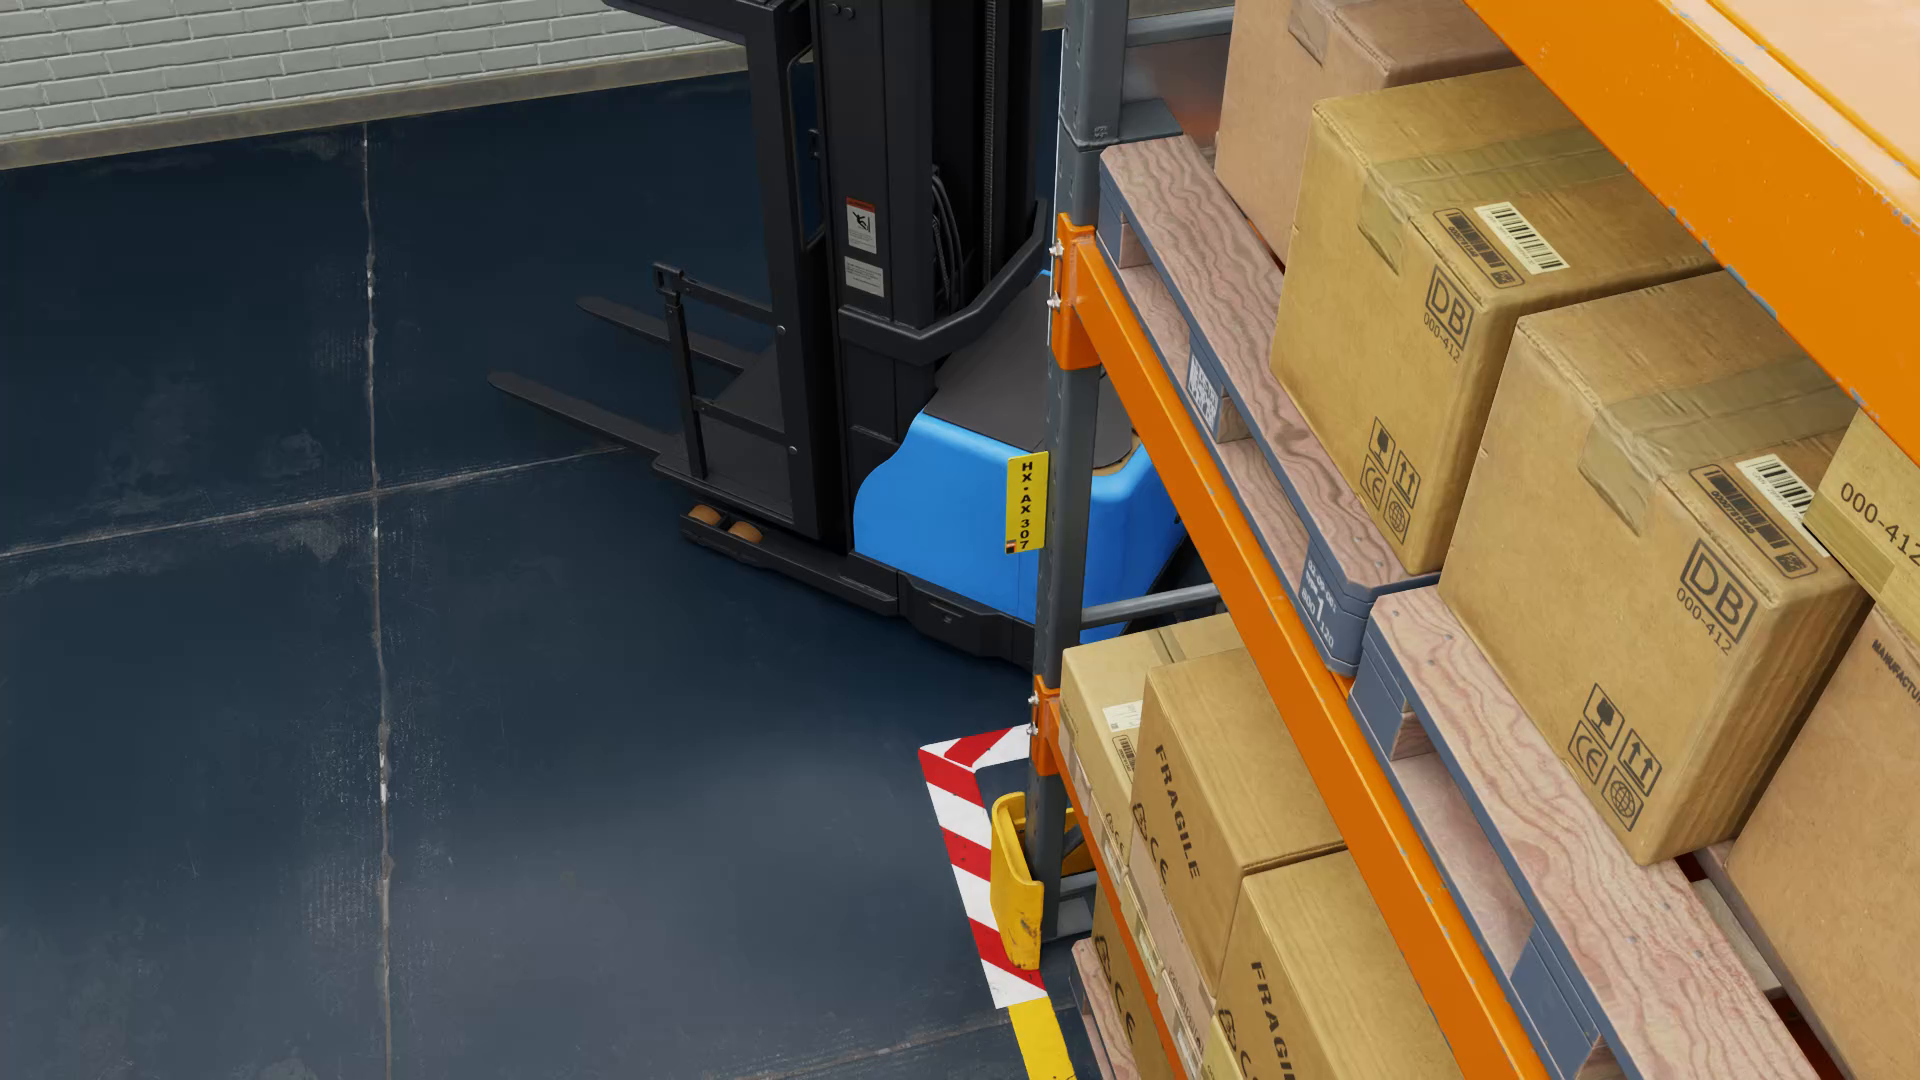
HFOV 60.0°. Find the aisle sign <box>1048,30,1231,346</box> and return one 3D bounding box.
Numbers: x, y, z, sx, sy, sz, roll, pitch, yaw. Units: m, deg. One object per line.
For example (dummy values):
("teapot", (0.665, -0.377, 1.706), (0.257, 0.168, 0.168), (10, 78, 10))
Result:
("aisle sign", (0.392, -0.759, 3.574), (0.394, 0.787, 0.004), (-11, 47, -10))

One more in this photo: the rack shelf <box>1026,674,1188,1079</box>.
("rack shelf", (1.213, 1.778, 3.411), (1.077, 0.370, 4.000), (-11, 47, -10))

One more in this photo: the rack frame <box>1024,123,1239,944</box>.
("rack frame", (0.701, 0.146, 4.507), (1.000, 3.000, 0.127), (-11, 47, -10))

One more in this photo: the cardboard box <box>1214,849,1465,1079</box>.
("cardboard box", (0.829, 0.914, 3.126), (0.500, 0.500, 0.500), (-12, 47, -11))

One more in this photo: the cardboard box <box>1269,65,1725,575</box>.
("cardboard box", (0.913, -0.362, 2.470), (0.700, 0.500, 0.500), (-12, 47, -12))

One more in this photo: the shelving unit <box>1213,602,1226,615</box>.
("shelving unit", (1.157, -0.379, 5.650), (0.431, 2.100, 0.503), (6, 46, 6))

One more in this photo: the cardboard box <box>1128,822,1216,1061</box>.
("cardboard box", (0.702, 0.832, 3.731), (0.500, 0.250, 0.500), (-11, 47, -11))

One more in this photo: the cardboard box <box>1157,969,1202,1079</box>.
("cardboard box", (0.673, 1.072, 3.775), (0.380, 0.149, 0.250), (-11, 47, -11))

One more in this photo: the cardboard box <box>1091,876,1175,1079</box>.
("cardboard box", (0.942, 1.170, 4.697), (0.875, 0.875, 0.875), (-11, 47, -10))

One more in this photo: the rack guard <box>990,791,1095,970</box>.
("rack guard", (0.695, 1.004, 5.416), (1.175, 0.500, 0.348), (-11, 47, -10))

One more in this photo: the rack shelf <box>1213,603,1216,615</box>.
("rack shelf", (1.157, 0.118, 6.161), (0.431, 0.518, 0.480), (6, 46, 6))

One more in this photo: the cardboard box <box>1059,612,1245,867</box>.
("cardboard box", (0.563, 0.475, 4.081), (0.500, 0.250, 0.500), (-12, 47, -11))

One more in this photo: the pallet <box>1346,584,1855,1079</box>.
("pallet", (1.217, 0.481, 2.140), (1.003, 0.211, 1.213), (-11, 47, -10))

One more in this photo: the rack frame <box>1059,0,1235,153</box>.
("rack frame", (0.701, -1.954, 2.364), (1.000, 3.000, 0.127), (-11, 47, -10))

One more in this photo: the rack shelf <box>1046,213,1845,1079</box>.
("rack shelf", (1.213, 0.728, 2.340), (1.077, 0.370, 4.000), (-11, 47, -10))

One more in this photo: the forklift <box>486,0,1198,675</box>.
("forklift", (-0.544, -1.242, 5.915), (3.031, 2.935, 1.130), (22, 49, 20))

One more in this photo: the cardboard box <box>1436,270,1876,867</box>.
("cardboard box", (1.092, -0.013, 2.129), (0.700, 0.500, 0.500), (-14, 47, -13))

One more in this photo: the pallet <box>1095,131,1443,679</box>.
("pallet", (0.901, -0.363, 2.967), (1.003, 0.211, 1.213), (-11, 47, -10))

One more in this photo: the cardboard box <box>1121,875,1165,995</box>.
("cardboard box", (0.606, 0.893, 3.951), (0.380, 0.149, 0.250), (-12, 47, -11))

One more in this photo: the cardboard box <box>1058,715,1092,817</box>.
("cardboard box", (0.473, 0.539, 4.297), (0.380, 0.149, 0.250), (-10, 46, -10))

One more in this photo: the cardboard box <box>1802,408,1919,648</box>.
("cardboard box", (1.208, 0.013, 1.578), (0.500, 0.250, 0.500), (-12, 47, -12))

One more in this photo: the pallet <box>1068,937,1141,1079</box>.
("pallet", (0.981, 1.659, 4.976), (1.003, 0.211, 1.213), (-11, 47, -10))

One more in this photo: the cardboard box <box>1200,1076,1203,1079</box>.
("cardboard box", (0.737, 1.248, 3.603), (0.380, 0.149, 0.250), (-12, 47, -11))

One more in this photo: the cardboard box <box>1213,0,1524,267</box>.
("cardboard box", (0.886, -0.772, 2.872), (0.700, 0.500, 0.500), (-13, 47, -13))

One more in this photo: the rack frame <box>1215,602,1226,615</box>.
("rack frame", (1.119, -0.206, 5.482), (0.400, 2.100, 0.015), (6, 46, 6))

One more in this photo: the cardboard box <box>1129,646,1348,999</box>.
("cardboard box", (0.691, 0.557, 3.475), (0.500, 0.500, 0.500), (-12, 47, -11))

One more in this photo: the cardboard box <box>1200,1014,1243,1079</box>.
("cardboard box", (0.827, 1.180, 3.390), (0.500, 0.250, 0.500), (-12, 47, -12))

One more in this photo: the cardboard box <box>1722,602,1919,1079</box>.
("cardboard box", (1.336, 0.352, 1.770), (0.700, 0.500, 0.500), (-9, 46, -9))

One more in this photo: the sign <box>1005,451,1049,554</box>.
("sign", (0.163, -0.088, 4.074), (0.100, 0.325, 0.005), (-11, 47, -10))

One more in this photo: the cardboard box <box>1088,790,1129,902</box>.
("cardboard box", (0.540, 0.716, 4.124), (0.380, 0.149, 0.250), (-11, 47, -11))
